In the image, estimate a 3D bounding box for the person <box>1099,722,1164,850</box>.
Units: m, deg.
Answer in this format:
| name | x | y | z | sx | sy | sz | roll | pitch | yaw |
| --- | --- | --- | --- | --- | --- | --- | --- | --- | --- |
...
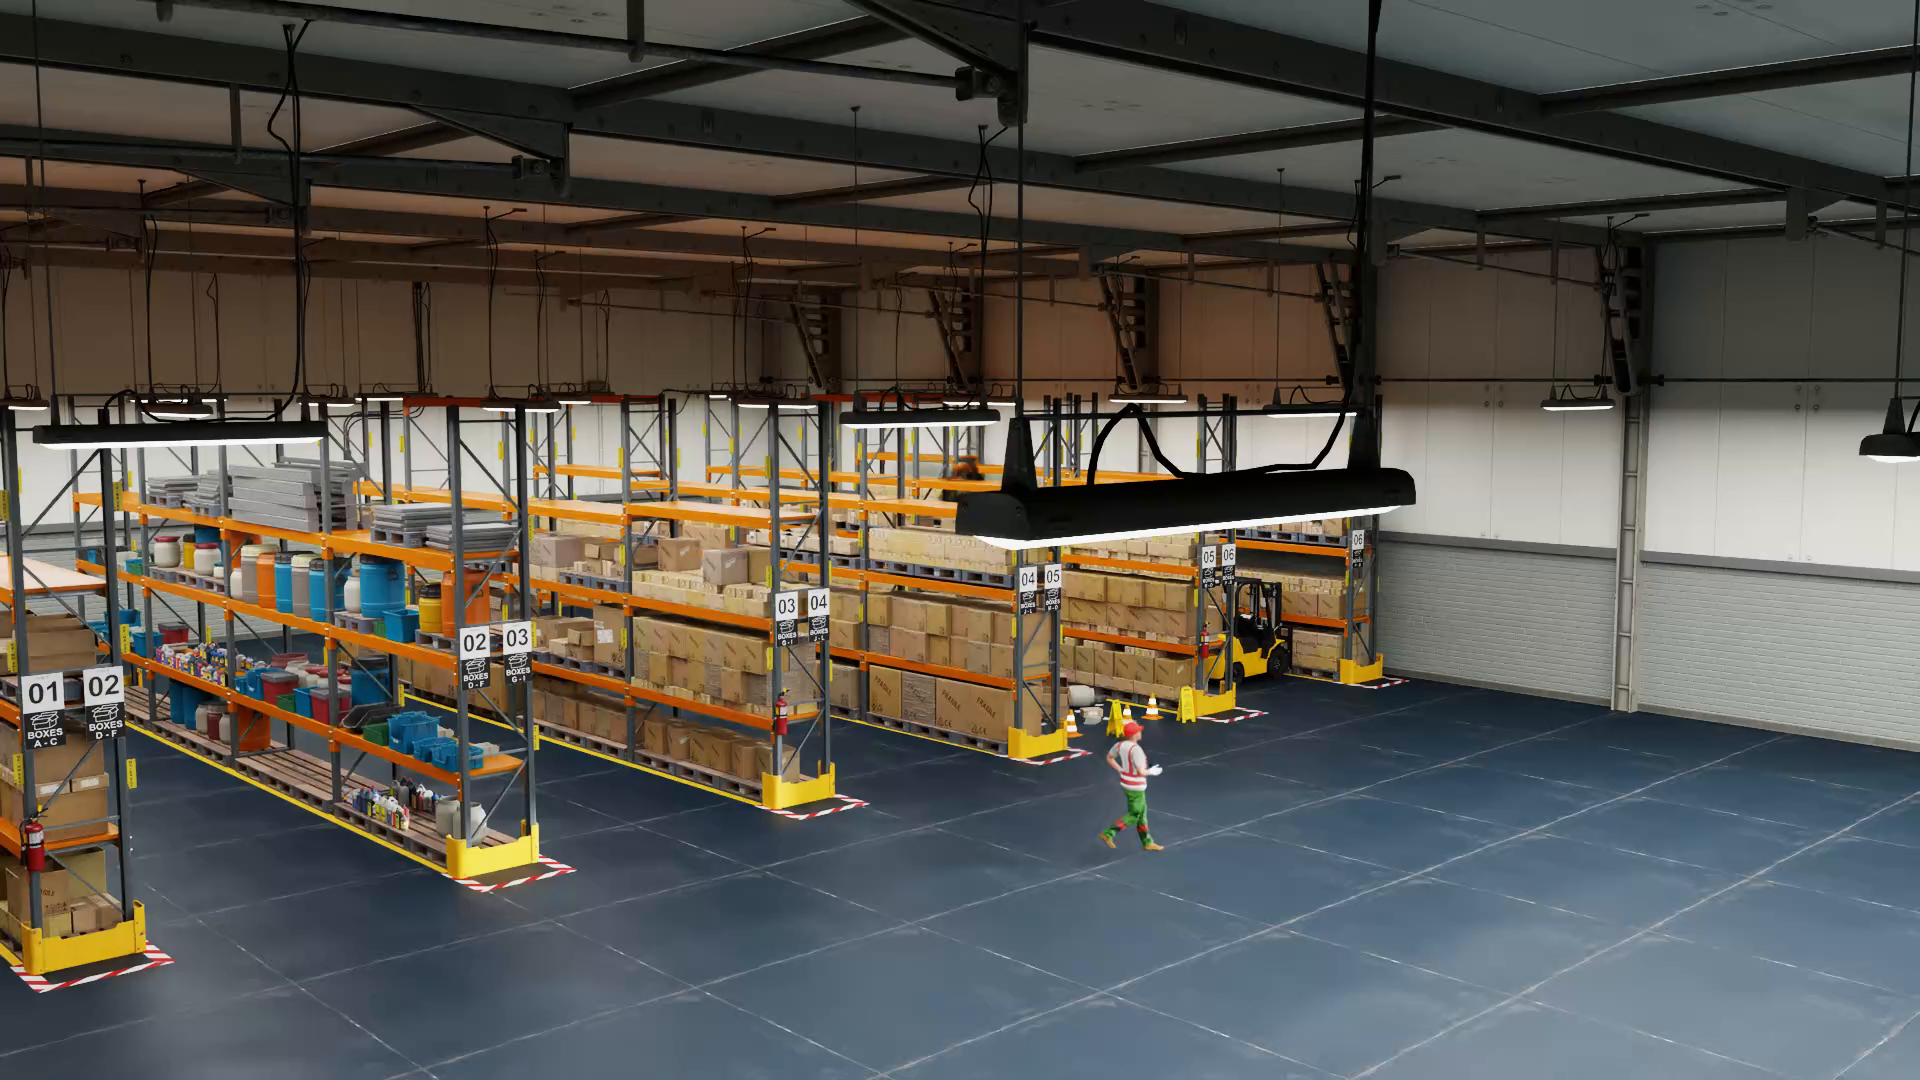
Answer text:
| name | x | y | z | sx | sy | sz | roll | pitch | yaw |
| --- | --- | --- | --- | --- | --- | --- | --- | --- | --- |
| person | 2.284 | 3.295 | 22.095 | 0.977 | 1.782 | 0.658 | -2 | 6 | -19 |
